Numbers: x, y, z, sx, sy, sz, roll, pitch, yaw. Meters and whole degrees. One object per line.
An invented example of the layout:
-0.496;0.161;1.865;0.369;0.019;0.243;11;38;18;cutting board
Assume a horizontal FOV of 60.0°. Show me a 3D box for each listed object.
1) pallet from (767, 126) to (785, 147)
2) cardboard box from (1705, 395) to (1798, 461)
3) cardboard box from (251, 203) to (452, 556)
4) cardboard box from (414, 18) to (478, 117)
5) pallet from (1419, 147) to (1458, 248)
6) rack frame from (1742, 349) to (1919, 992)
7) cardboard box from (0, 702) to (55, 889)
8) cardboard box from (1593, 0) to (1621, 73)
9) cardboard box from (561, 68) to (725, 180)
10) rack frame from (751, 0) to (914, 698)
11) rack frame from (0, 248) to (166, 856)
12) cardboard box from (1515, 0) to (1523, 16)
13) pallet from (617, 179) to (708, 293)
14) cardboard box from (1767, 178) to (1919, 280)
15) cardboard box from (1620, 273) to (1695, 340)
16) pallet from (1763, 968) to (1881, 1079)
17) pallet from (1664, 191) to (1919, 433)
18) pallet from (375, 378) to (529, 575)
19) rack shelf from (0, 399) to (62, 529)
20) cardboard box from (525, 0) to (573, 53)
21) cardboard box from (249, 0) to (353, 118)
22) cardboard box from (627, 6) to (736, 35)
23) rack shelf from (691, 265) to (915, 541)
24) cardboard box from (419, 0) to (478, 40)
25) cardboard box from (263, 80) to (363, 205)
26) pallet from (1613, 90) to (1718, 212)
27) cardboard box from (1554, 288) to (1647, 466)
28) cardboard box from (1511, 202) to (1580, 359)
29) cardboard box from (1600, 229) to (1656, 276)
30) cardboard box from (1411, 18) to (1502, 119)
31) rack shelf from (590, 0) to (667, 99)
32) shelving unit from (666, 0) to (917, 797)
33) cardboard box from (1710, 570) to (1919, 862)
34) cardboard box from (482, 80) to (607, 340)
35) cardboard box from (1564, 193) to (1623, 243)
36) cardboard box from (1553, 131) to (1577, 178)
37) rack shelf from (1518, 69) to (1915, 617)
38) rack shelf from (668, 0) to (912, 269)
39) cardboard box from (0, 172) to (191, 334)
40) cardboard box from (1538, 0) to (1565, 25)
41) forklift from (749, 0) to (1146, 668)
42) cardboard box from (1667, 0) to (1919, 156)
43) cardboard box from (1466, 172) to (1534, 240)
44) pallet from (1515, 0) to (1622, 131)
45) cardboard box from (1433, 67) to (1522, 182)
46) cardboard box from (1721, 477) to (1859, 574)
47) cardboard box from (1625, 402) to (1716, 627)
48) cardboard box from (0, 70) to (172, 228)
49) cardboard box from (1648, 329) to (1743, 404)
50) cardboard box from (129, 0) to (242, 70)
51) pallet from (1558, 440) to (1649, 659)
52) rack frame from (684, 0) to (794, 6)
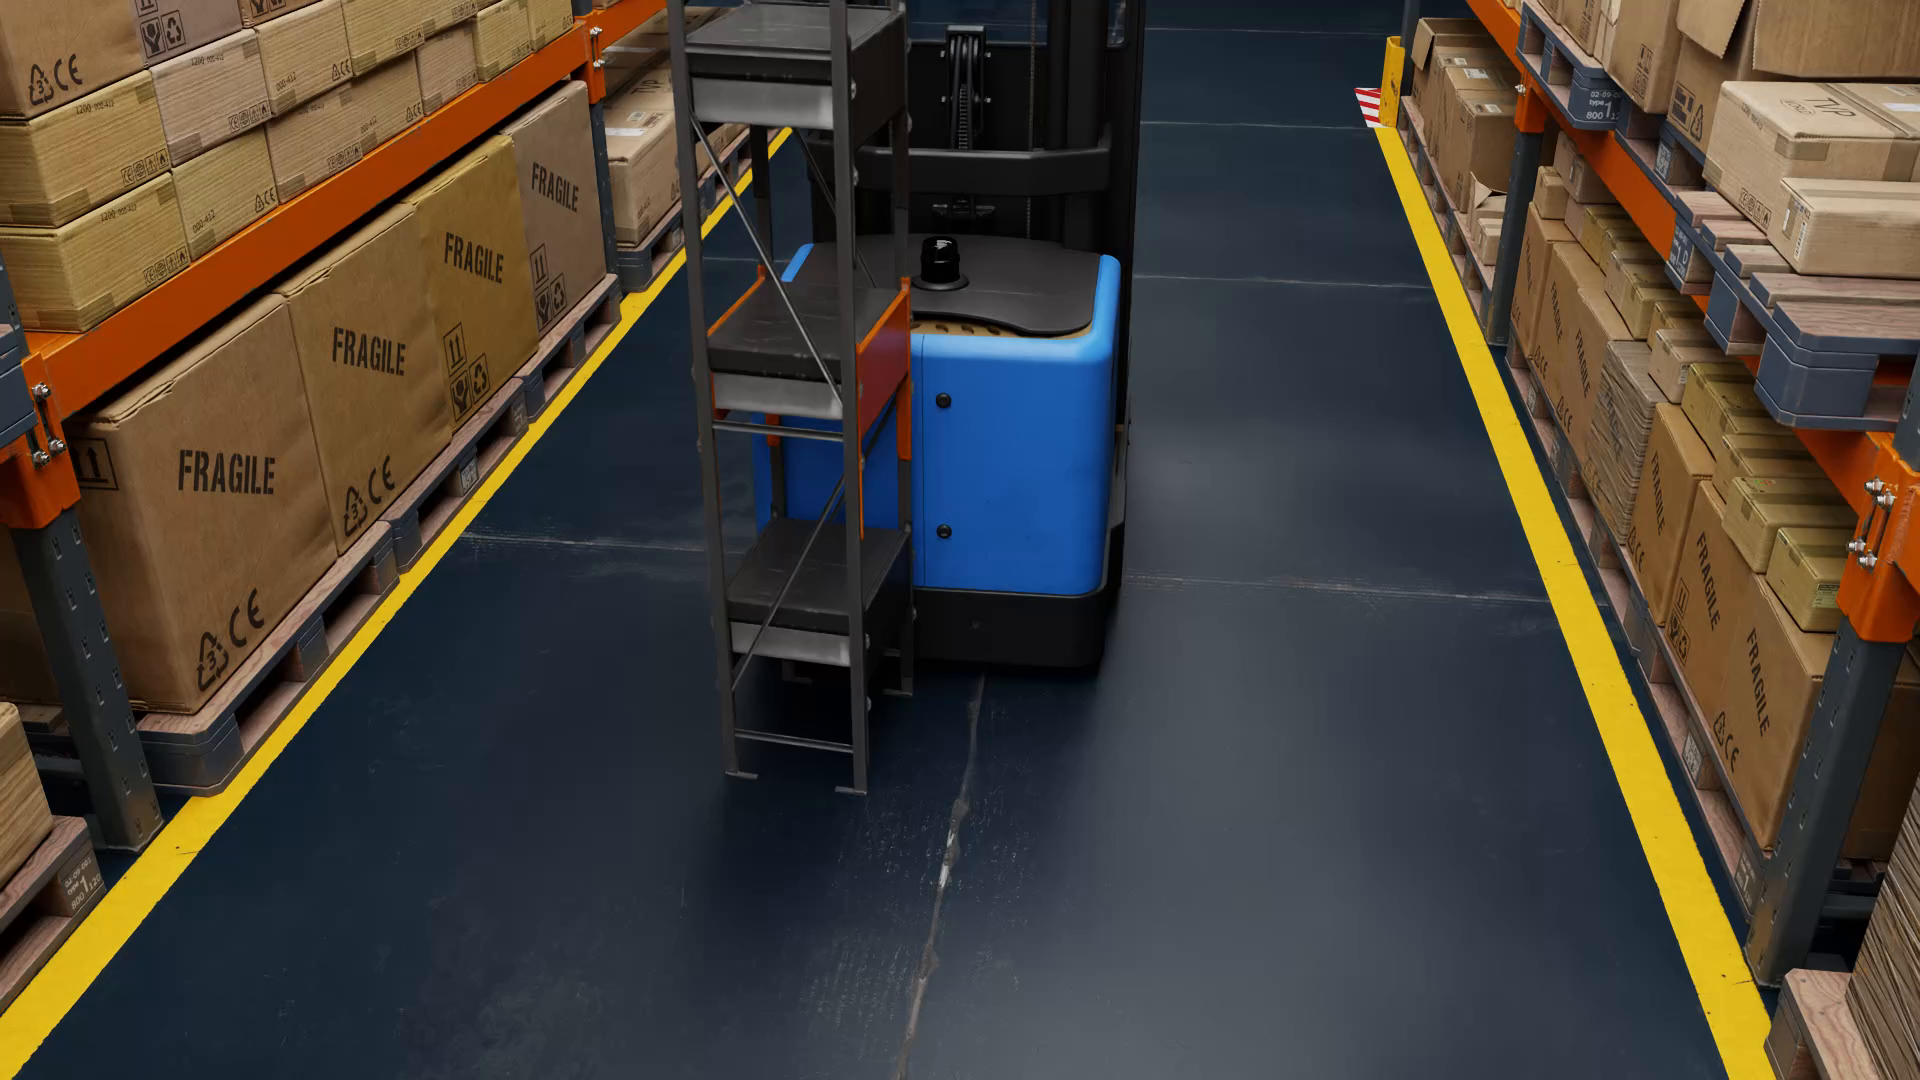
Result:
-1.627;-2.730;10.594;1.003;0.211;1.213;3;28;6;pallet
2.305;-0.276;4.609;0.380;0.149;0.250;4;29;8;cardboard box
-2.306;-0.562;5.428;0.875;0.875;0.875;4;29;7;cardboard box
-2.046;-1.687;5.878;0.500;0.250;0.500;3;28;5;cardboard box
3.062;-1.840;8.943;1.003;0.211;1.213;3;28;6;pallet
2.340;-0.286;3.118;1.000;3.000;0.127;3;28;6;rack frame
-2.666;0.665;3.681;0.950;0.372;0.625;1;28;3;cardboard box
2.279;-1.663;5.372;0.396;0.266;0.258;5;29;9;cardboard box
-1.804;-2.223;8.972;0.875;0.438;0.875;3;28;5;cardboard box
-0.329;-0.484;4.432;0.400;2.100;0.015;7;29;11;rack frame
-2.587;-0.572;3.650;1.000;3.000;0.127;3;28;6;rack frame
2.629;-2.347;7.208;0.380;0.149;0.250;4;29;8;cardboard box
-1.926;-1.581;8.462;1.003;0.211;1.213;3;28;6;pallet
2.039;-0.691;3.693;0.380;0.149;0.250;4;29;7;cardboard box
2.424;-0.767;5.520;0.380;0.149;0.250;4;29;8;cardboard box
2.200;1.327;3.064;1.003;0.211;1.213;3;28;6;pallet
2.353;-0.524;3.763;1.213;0.211;1.003;3;28;6;pallet
-2.264;-0.284;6.055;1.003;0.211;1.213;3;28;6;pallet
-2.832;0.686;2.073;1.077;0.370;4.000;3;28;6;rack shelf
-1.902;-2.163;6.761;0.500;0.250;0.500;3;28;5;cardboard box
-2.142;-1.428;4.868;0.500;0.250;0.500;3;28;6;cardboard box
-1.588;-3.079;10.560;0.875;0.438;0.875;2;28;4;cardboard box
-0.384;-0.359;4.230;0.431;0.518;0.480;7;29;11;rack shelf
-2.021;-1.908;5.760;0.500;0.250;0.500;4;29;7;cardboard box
-2.162;-1.211;4.994;0.500;0.250;0.500;4;29;8;cardboard box
2.573;-1.117;4.863;1.003;0.211;1.213;3;28;6;pallet
2.426;-0.552;5.806;0.500;0.500;0.500;3;28;5;cardboard box
2.547;-1.038;6.707;0.500;0.500;0.500;5;29;8;cardboard box
2.524;-0.999;5.951;0.380;0.149;0.250;3;28;5;cardboard box
3.151;-2.855;10.076;0.797;0.503;0.637;2;28;4;cardboard box
-1.852;-3.080;9.063;1.077;0.370;4.000;3;28;6;rack shelf
-0.384;-0.371;4.223;0.431;2.100;0.503;7;29;11;shelving unit
2.178;0.418;4.004;0.500;0.500;0.500;4;29;8;cardboard box
-2.093;-1.408;6.999;0.875;0.875;0.875;4;29;8;cardboard box
2.565;-1.250;6.417;0.380;0.149;0.250;3;28;5;cardboard box
2.582;-1.513;6.590;0.380;0.149;0.250;3;28;5;cardboard box
2.585;-0.910;5.036;1.077;0.370;4.000;3;28;6;rack shelf
-0.381;-0.975;3.897;0.431;0.518;0.480;7;29;11;rack shelf
-2.277;-0.722;4.086;0.500;0.250;0.500;3;28;5;cardboard box
2.549;-2.183;6.091;0.700;0.500;0.500;4;29;7;cardboard box
0.074;-1.587;5.606;1.130;2.935;3.031;3;28;6;forklift
2.356;-1.295;4.440;0.797;0.503;0.637;3;28;5;cardboard box
2.650;-1.597;7.992;0.396;0.266;0.258;4;29;8;cardboard box
2.624;-1.714;5.972;1.003;0.211;1.213;3;28;6;pallet
2.844;-2.210;8.883;0.500;0.500;0.500;4;29;7;cardboard box
2.152;-0.033;4.158;0.380;0.149;0.250;2;28;4;cardboard box
2.311;-0.063;4.897;0.500;0.500;0.500;5;29;8;cardboard box
-2.280;-0.951;3.983;0.500;0.250;0.500;3;28;6;cardboard box
2.339;-0.525;5.071;0.380;0.149;0.250;2;28;4;cardboard box
-2.233;-1.509;4.228;0.500;0.500;0.500;3;29;6;cardboard box
2.621;0.020;5.490;1.003;0.211;1.213;3;28;6;pallet
-1.607;-4.338;10.640;1.000;3.000;0.127;3;28;6;rack frame
